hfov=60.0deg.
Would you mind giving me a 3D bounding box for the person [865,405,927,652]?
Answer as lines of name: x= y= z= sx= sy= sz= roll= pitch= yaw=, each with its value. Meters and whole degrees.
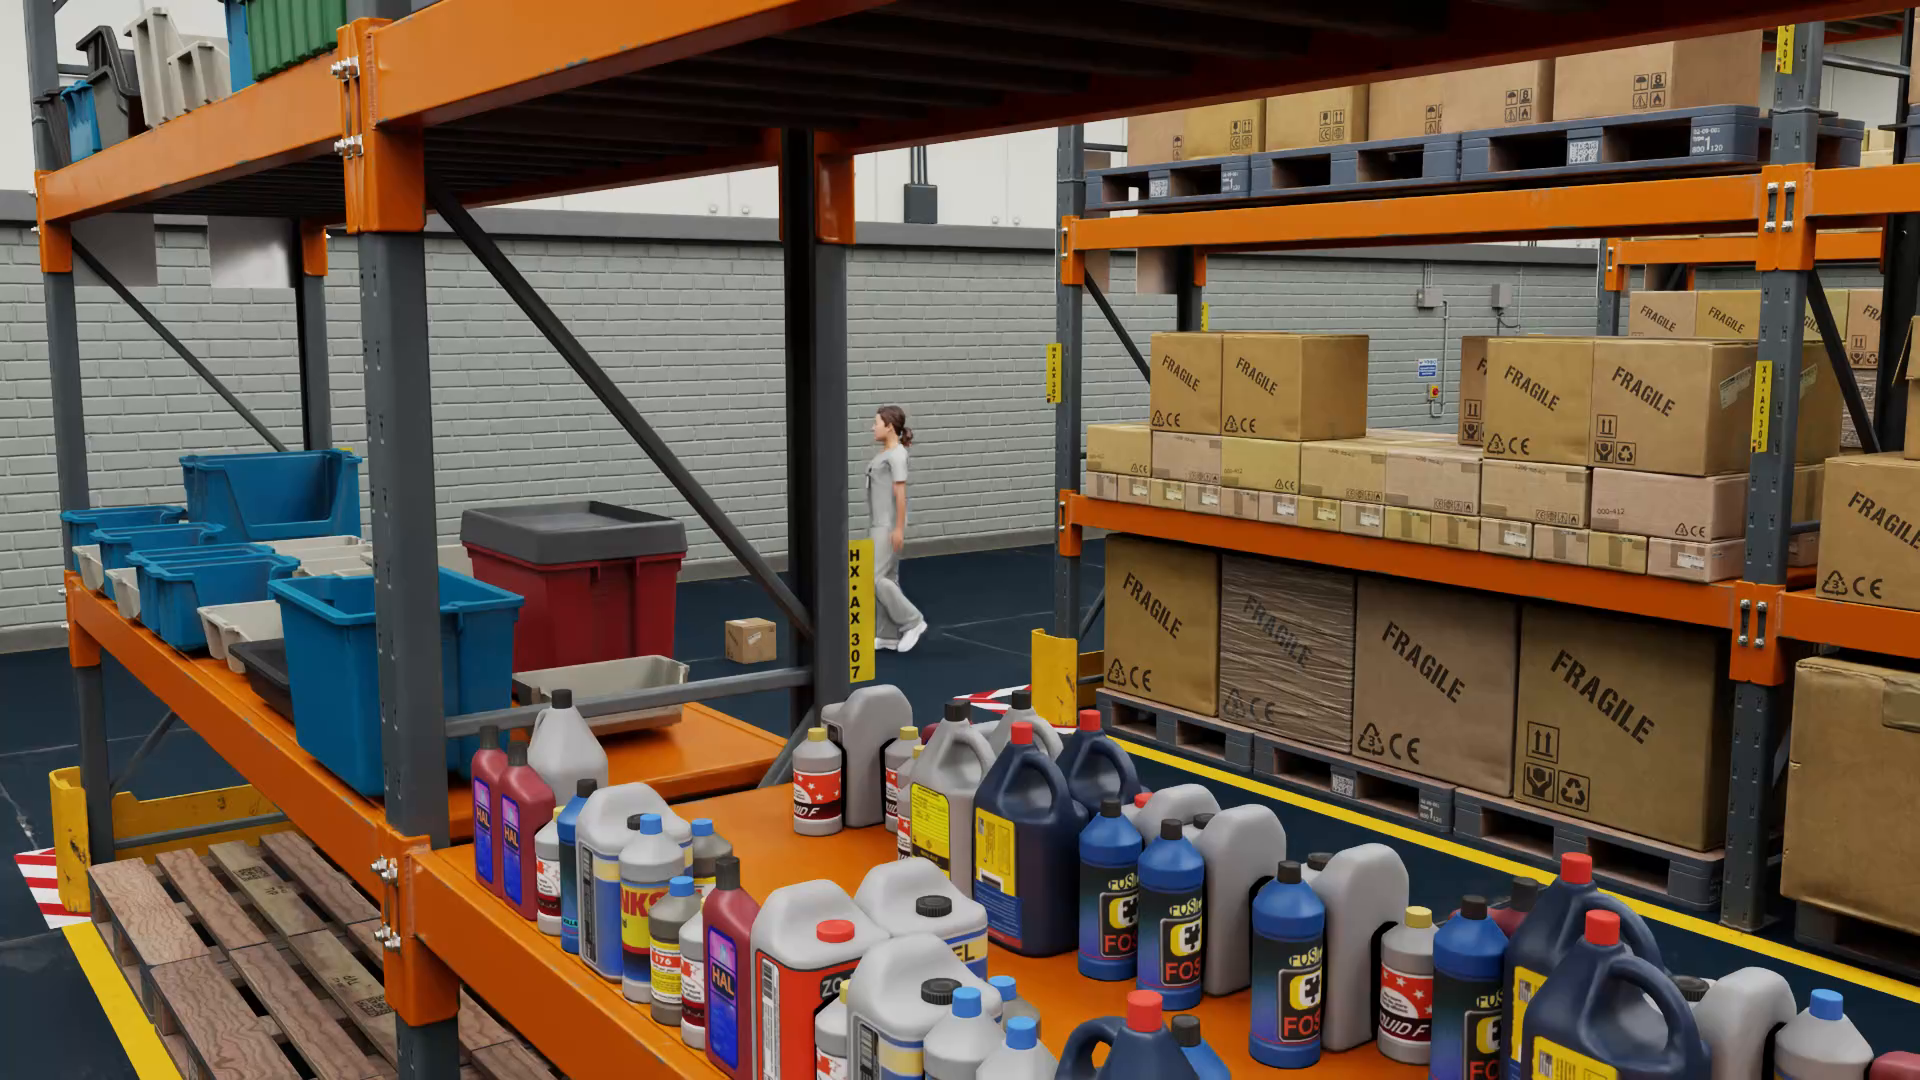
person: x=-0.463 y=-0.074 z=11.255 sx=0.450 sy=1.667 sz=0.513 roll=-1 pitch=8 yaw=-10
